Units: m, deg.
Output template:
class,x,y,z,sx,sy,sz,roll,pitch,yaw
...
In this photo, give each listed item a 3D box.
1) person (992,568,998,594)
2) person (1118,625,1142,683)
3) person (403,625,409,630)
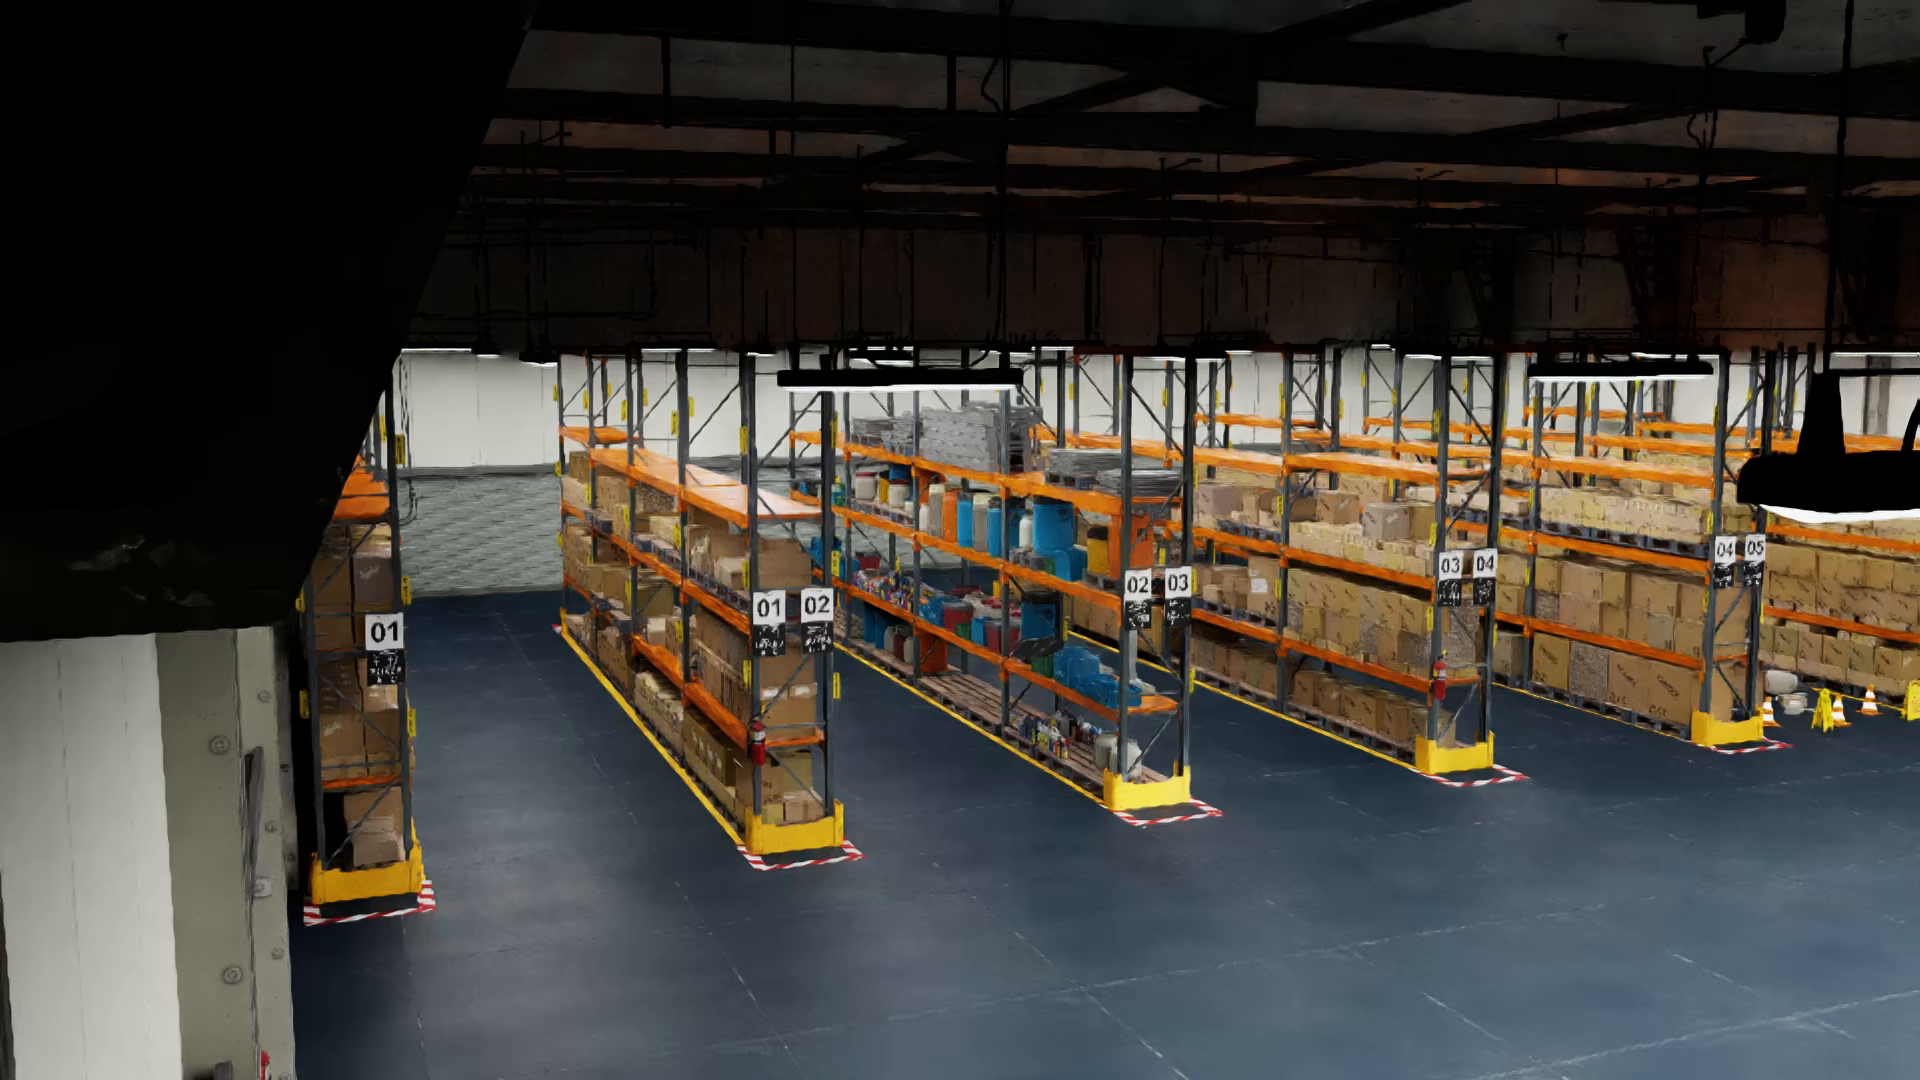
class,x,y,z,sx,sy,sz,roll,pitch,yaw
person,1.020,0.410,39.665,0.533,1.791,0.512,6,9,40
person,3.049,1.712,29.776,0.496,1.675,0.441,6,9,37
person,-11.921,1.089,34.687,0.523,1.674,0.687,2,7,12
